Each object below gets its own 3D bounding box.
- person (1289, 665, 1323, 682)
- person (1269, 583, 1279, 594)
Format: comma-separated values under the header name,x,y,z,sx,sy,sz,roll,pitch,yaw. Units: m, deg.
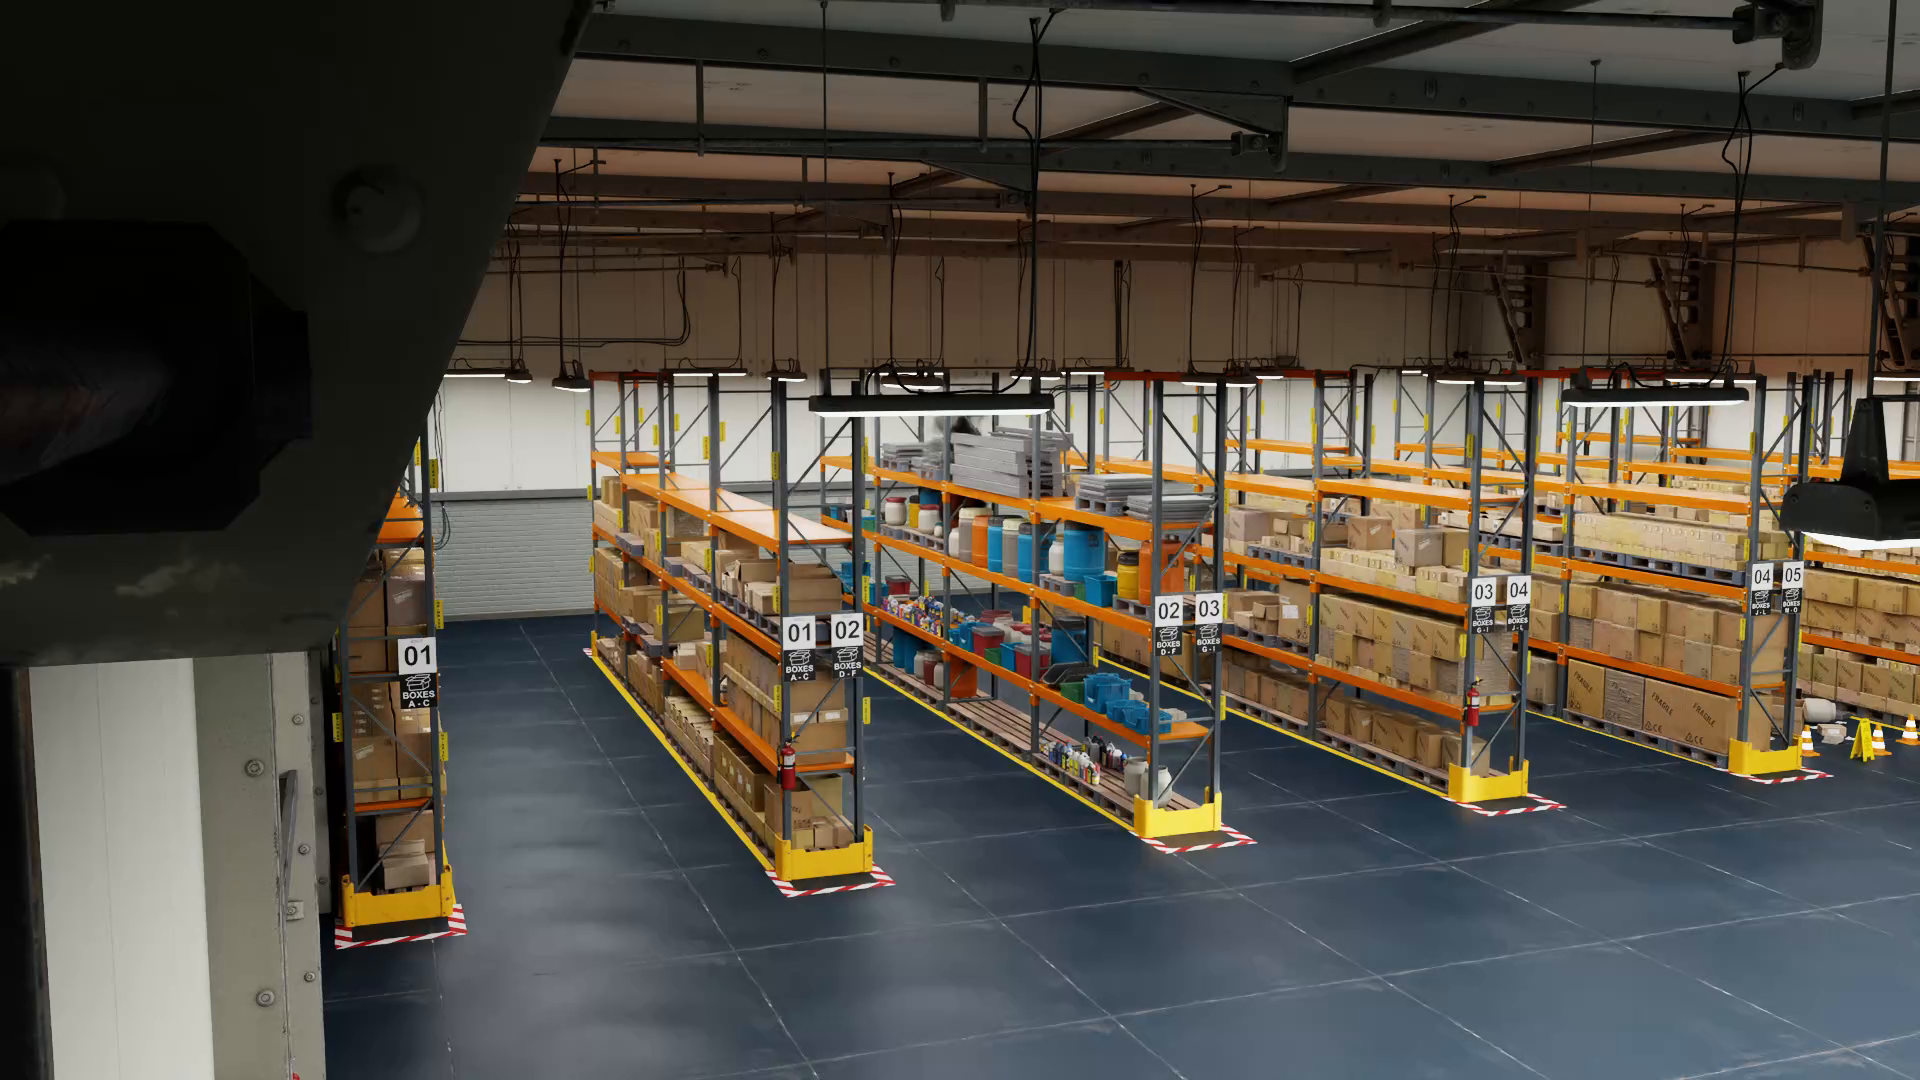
name,x,y,z,sx,sy,sz,roll,pitch,yaw
person,6.783,1.879,32.479,0.598,1.688,0.848,-4,7,-30
person,7.883,0.915,40.951,0.712,1.781,0.725,6,9,43
